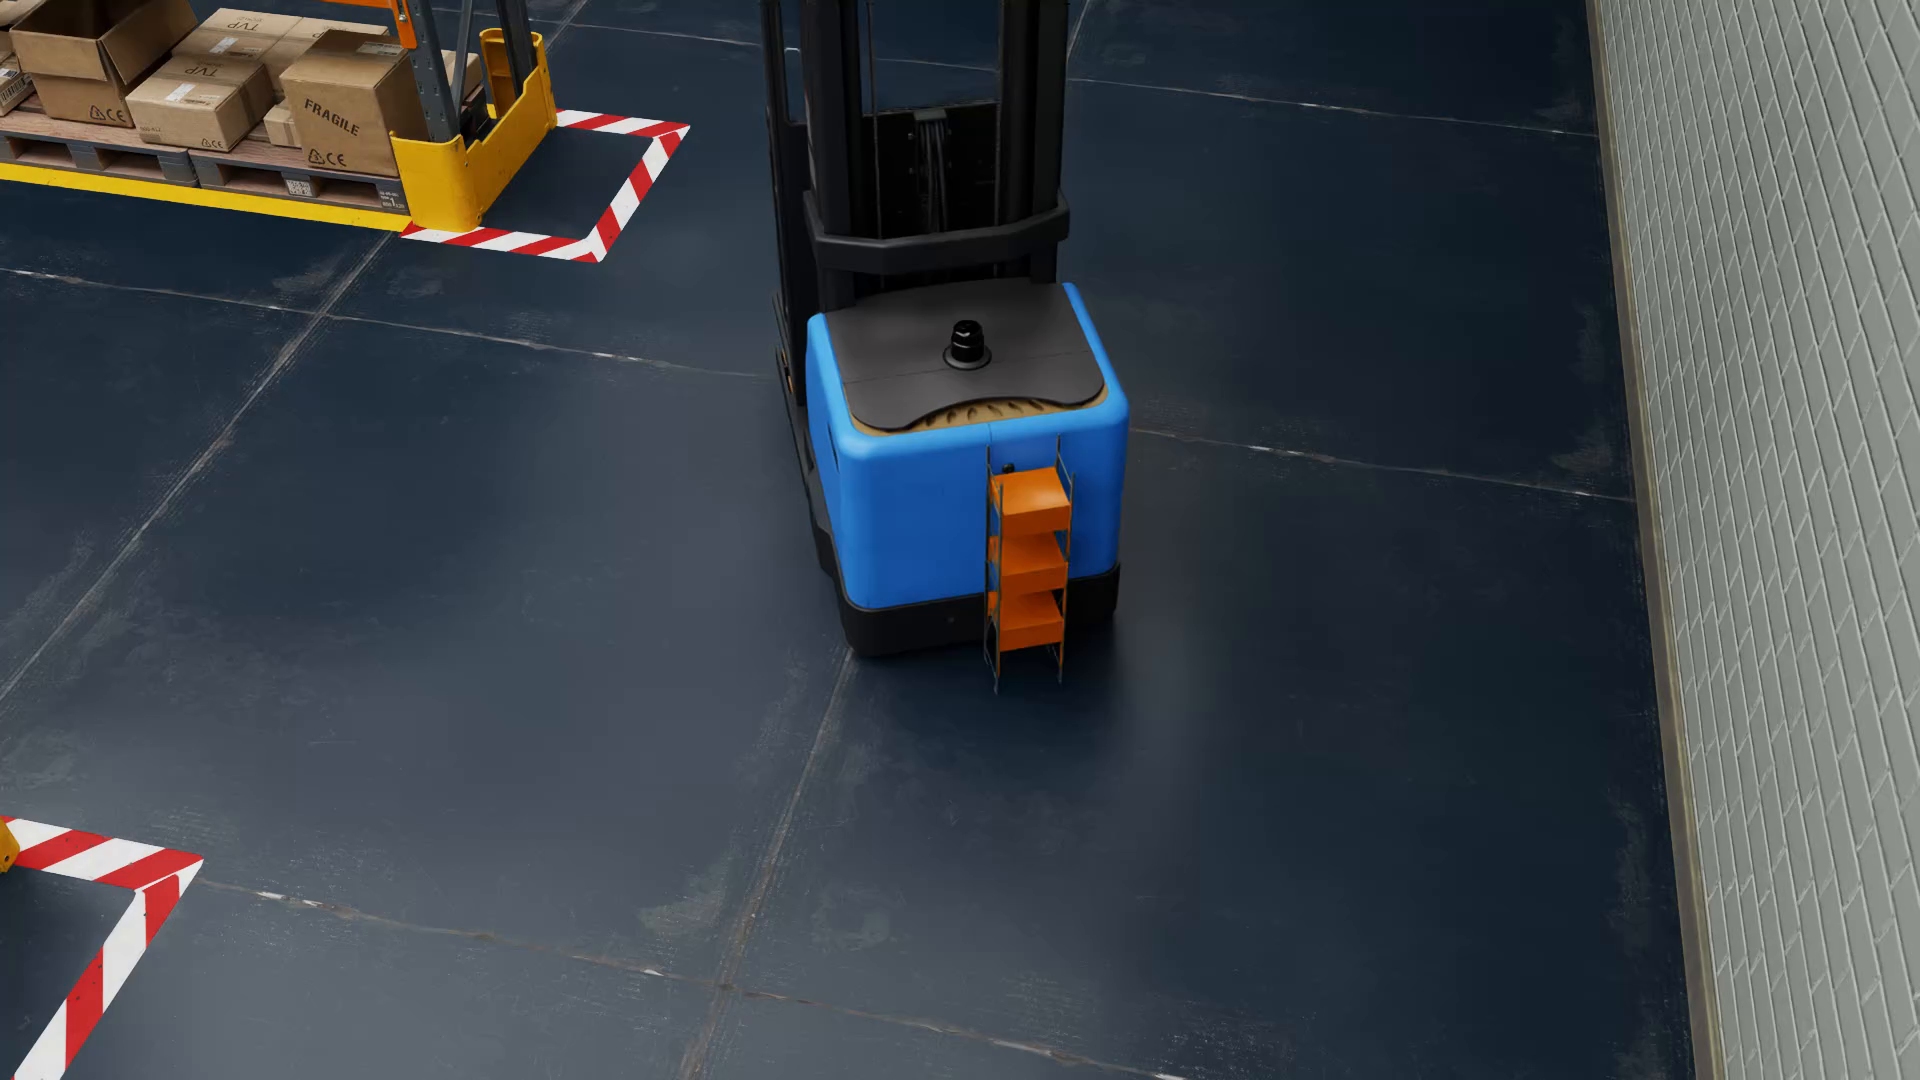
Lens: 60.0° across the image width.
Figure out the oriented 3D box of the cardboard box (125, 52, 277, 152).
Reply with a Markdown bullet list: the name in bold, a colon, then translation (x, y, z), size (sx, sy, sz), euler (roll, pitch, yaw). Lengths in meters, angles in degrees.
- **cardboard box**: translation (-3.921, -2.272, 8.613), size (0.500, 0.250, 0.500), euler (9, 45, 9)

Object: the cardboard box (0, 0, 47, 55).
- **cardboard box**: translation (-4.970, -2.812, 9.130), size (0.500, 0.311, 0.500), euler (9, 45, 9)

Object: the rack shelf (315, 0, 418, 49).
- **rack shelf**: translation (-4.368, -3.068, 8.293), size (4.000, 0.370, 1.077), euler (9, 45, 9)

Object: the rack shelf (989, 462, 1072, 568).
- **rack shelf**: translation (0.234, -0.087, 5.689), size (0.240, 0.259, 0.215), euler (-9, 45, -9)

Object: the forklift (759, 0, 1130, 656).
- **forklift**: translation (-0.208, -1.661, 6.363), size (1.130, 2.935, 3.031), euler (-8, 45, -9)

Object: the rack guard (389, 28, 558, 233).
- **rack guard**: translation (-2.491, -2.135, 8.608), size (0.348, 0.500, 1.175), euler (9, 45, 9)

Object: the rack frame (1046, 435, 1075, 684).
- **rack frame**: translation (0.353, 0.091, 5.898), size (0.008, 1.050, 0.200), euler (-9, 45, -9)

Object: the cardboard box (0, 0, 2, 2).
- **cardboard box**: translation (-5.702, -2.994, 9.183), size (0.500, 0.500, 0.500), euler (9, 45, 9)

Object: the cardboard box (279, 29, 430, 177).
- **cardboard box**: translation (-3.001, -2.198, 8.356), size (0.500, 0.500, 0.500), euler (9, 45, 9)

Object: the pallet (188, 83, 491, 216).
- **pallet**: translation (-3.269, -2.151, 8.833), size (1.213, 0.211, 1.003), euler (9, 45, 9)

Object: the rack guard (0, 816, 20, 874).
- **rack guard**: translation (-3.475, 1.223, 5.119), size (0.348, 0.500, 1.175), euler (9, 45, 9)

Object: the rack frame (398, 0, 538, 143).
- **rack frame**: translation (-2.416, -3.024, 7.729), size (0.127, 3.000, 1.000), euler (9, 45, 9)

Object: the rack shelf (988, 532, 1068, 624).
- **rack shelf**: translation (0.234, 0.118, 5.886), size (0.240, 0.259, 0.215), euler (-9, 45, -9)

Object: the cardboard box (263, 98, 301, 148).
- **cardboard box**: translation (-3.376, -2.200, 8.598), size (0.250, 0.166, 0.380), euler (9, 45, 9)

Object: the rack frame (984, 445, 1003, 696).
- **rack frame**: translation (0.115, 0.129, 5.859), size (0.008, 1.050, 0.200), euler (-9, 45, -9)

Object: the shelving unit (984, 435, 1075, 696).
- **shelving unit**: translation (0.234, 0.110, 5.878), size (0.252, 1.050, 0.215), euler (-9, 45, -9)

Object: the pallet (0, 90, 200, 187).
- **pallet**: translation (-4.456, -2.337, 9.026), size (1.213, 0.211, 1.003), euler (9, 45, 9)

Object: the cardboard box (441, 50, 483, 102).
- **cardboard box**: translation (-2.750, -2.452, 8.873), size (0.250, 0.149, 0.380), euler (9, 45, 9)

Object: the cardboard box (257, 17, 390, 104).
- **cardboard box**: translation (-3.373, -2.542, 8.894), size (0.500, 0.250, 0.500), euler (9, 45, 9)

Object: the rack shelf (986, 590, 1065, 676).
- **rack shelf**: translation (0.234, 0.318, 6.078), size (0.240, 0.259, 0.215), euler (-9, 45, -9)

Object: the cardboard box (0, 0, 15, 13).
- **cardboard box**: translation (-5.323, -2.851, 9.287), size (0.250, 0.149, 0.380), euler (9, 45, 9)

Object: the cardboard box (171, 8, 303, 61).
- **cardboard box**: translation (-3.861, -2.618, 8.972), size (0.500, 0.250, 0.500), euler (9, 45, 9)

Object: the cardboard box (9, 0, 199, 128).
- **cardboard box**: translation (-4.485, -2.608, 8.780), size (0.637, 0.503, 0.797), euler (9, 45, 9)

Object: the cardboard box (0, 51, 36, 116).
- **cardboard box**: translation (-5.111, -2.434, 8.841), size (0.250, 0.166, 0.380), euler (9, 45, 9)
